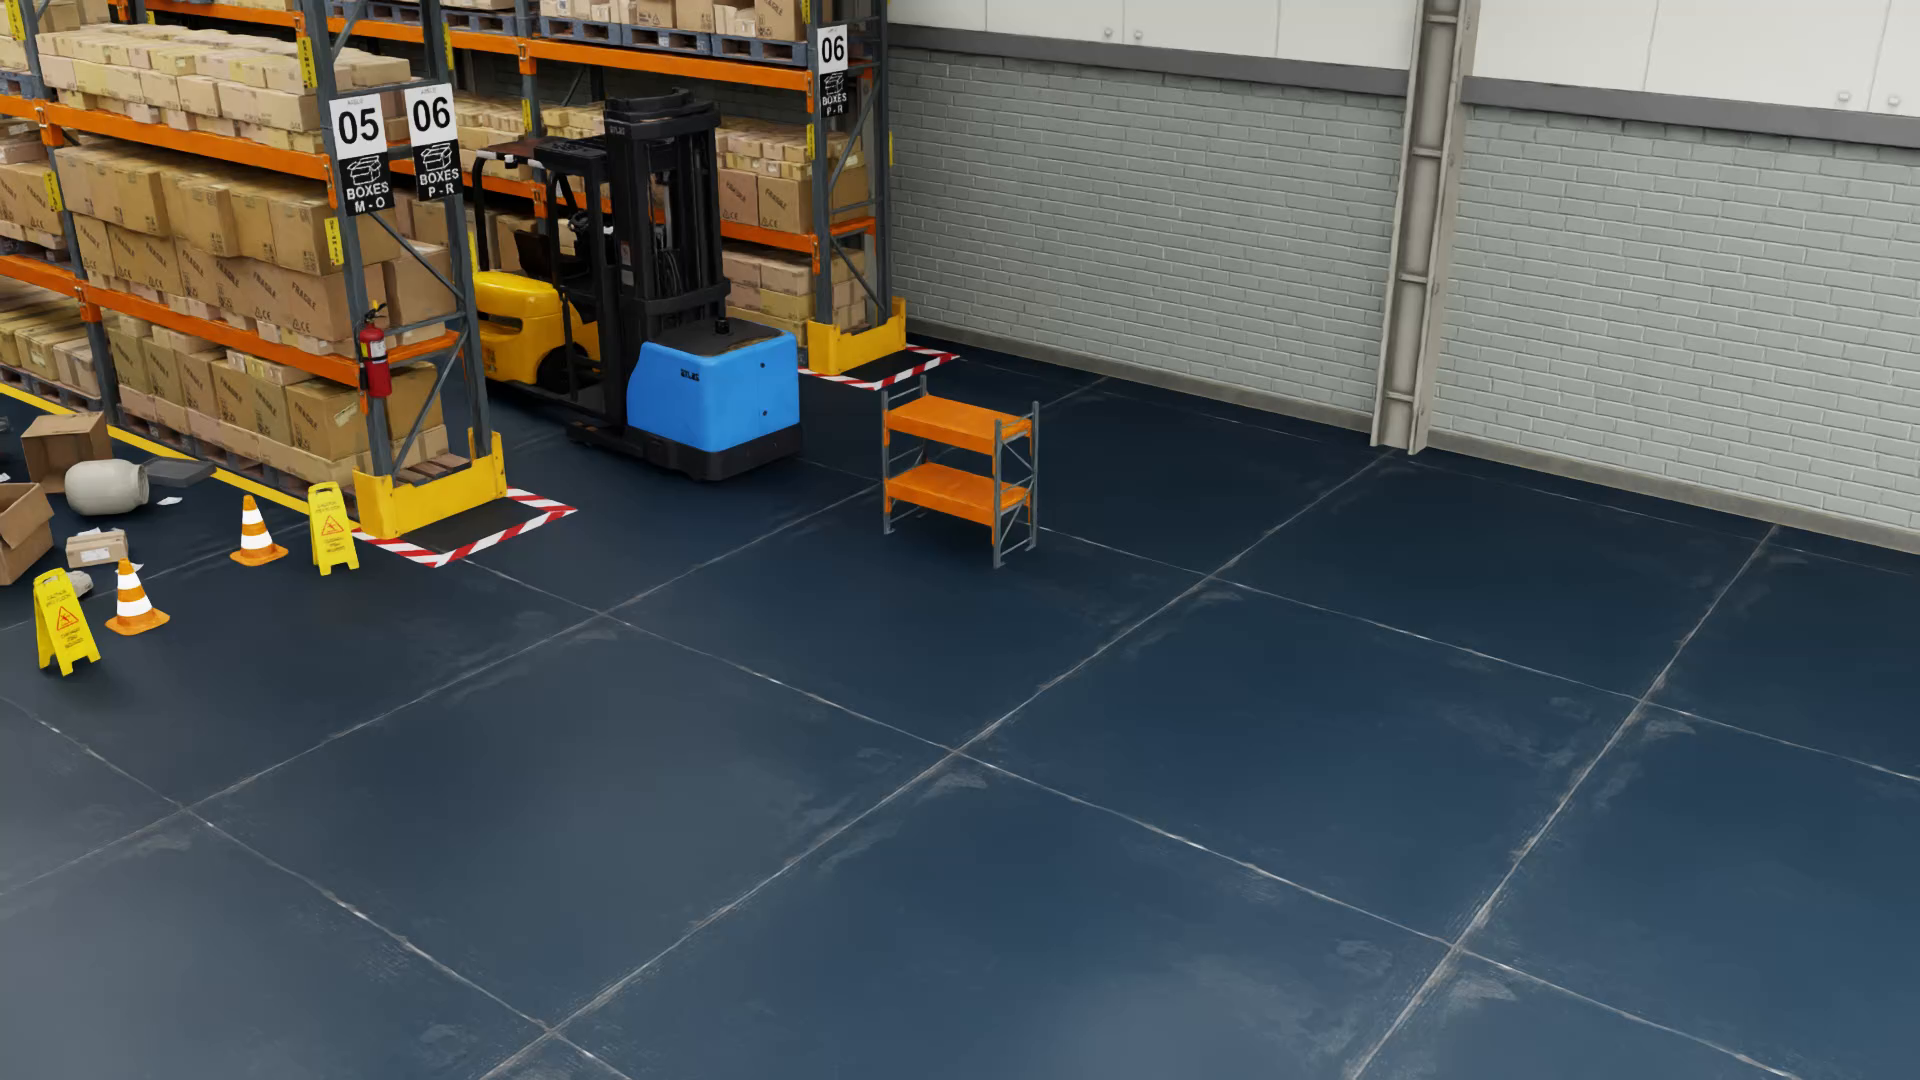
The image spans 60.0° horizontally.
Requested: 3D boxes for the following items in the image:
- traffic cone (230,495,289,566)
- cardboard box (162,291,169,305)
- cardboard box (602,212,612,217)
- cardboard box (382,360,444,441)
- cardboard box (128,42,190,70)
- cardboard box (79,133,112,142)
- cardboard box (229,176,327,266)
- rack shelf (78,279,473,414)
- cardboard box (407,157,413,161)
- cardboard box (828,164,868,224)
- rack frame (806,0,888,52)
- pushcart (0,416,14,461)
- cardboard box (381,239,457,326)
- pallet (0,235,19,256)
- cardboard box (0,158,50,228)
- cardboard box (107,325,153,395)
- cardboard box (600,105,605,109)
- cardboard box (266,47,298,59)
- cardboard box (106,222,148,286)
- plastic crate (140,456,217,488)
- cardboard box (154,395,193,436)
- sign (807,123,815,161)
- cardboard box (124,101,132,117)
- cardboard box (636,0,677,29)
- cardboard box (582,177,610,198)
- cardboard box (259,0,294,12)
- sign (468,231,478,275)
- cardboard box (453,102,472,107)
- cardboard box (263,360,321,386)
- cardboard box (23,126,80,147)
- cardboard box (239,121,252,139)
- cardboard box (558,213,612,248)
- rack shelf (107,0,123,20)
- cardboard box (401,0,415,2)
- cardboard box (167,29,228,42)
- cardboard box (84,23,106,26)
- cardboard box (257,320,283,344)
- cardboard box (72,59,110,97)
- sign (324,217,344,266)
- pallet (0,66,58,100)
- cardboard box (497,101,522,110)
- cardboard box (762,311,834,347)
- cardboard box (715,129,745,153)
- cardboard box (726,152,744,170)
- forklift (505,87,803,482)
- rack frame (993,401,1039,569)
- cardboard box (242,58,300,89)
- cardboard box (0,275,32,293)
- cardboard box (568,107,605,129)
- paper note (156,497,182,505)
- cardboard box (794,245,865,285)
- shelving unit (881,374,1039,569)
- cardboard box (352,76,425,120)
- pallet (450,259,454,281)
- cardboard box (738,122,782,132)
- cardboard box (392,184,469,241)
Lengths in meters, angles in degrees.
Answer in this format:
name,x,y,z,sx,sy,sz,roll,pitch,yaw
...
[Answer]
name,x,y,z,sx,sy,sz,roll,pitch,yaw
traffic cone,-5.118,-0.102,12.057,0.334,0.463,0.336,17,29,33
cardboard box,-6.268,-2.023,13.584,0.250,0.149,0.380,17,29,33
cardboard box,-3.718,-3.479,18.226,0.500,0.250,0.500,17,29,34
cardboard box,-4.500,-1.142,13.231,0.500,0.500,0.500,16,28,32
cardboard box,-6.070,-3.686,12.648,0.250,0.149,0.380,16,29,33
cardboard box,-12.373,-5.537,23.826,0.500,0.500,0.500,17,29,34
cardboard box,-4.941,-2.392,12.376,0.500,0.500,0.700,17,29,34
rack shelf,-5.601,-1.729,13.497,4.000,0.370,1.077,17,29,33
cardboard box,-5.990,-4.485,19.046,0.500,0.250,0.500,18,29,35
cardboard box,-1.256,-3.432,16.346,0.500,0.500,0.500,18,29,35
rack frame,-1.027,-5.922,14.682,0.127,3.000,1.000,17,29,33
pushcart,-8.529,-0.594,13.281,0.936,0.377,1.648,7,25,15
cardboard box,-4.213,-1.961,12.637,0.500,0.500,0.500,16,29,33
pallet,-8.794,-2.956,15.627,1.213,0.211,1.003,17,29,33
cardboard box,-8.106,-3.073,14.642,0.500,0.500,0.500,17,29,34
cardboard box,-6.891,-1.589,14.247,0.500,0.500,0.500,18,30,36
cardboard box,-3.615,-4.569,17.754,0.250,0.149,0.380,16,28,32
cardboard box,-4.949,-3.599,12.451,0.250,0.149,0.380,17,29,33
cardboard box,-6.601,-2.414,13.666,0.500,0.500,0.500,17,29,33
plastic crate,-6.437,-0.562,13.576,0.583,0.080,0.402,7,25,15
cardboard box,-6.457,-1.121,14.113,0.500,0.250,0.500,19,30,36
sign,-1.363,-3.644,15.220,0.005,0.325,0.100,17,29,33
cardboard box,-6.275,-3.398,12.984,0.250,0.149,0.380,16,28,32
cardboard box,-2.732,-5.297,16.210,0.637,0.503,0.797,18,29,35
cardboard box,-3.602,-3.878,17.358,0.500,0.500,0.500,17,29,34
cardboard box,-7.984,-6.461,19.811,0.500,0.250,0.500,16,28,32
sign,-3.675,-2.146,12.477,0.005,0.325,0.100,17,29,33
cardboard box,-5.674,-4.797,18.640,0.250,0.149,0.380,17,29,34
cardboard box,-5.132,-1.325,12.843,0.250,0.149,0.380,18,29,35
cardboard box,-8.297,-3.670,15.192,0.250,0.149,0.380,19,30,36
cardboard box,-5.028,-3.036,12.162,0.250,0.149,0.380,17,29,34
cardboard box,-4.028,-3.318,17.859,0.500,0.250,0.500,16,29,33
rack shelf,-12.229,-7.606,23.115,4.000,0.370,1.077,17,29,33
cardboard box,-5.907,-5.994,18.232,0.250,0.149,0.380,16,29,33
cardboard box,-6.122,-4.008,13.380,0.250,0.149,0.380,18,29,35
cardboard box,-7.835,-4.431,14.682,0.500,0.250,0.500,16,29,33
cardboard box,-5.114,-1.628,12.687,0.250,0.149,0.380,17,29,34
cardboard box,-6.595,-3.666,13.097,0.500,0.250,0.500,17,29,33
sign,-4.349,-2.075,11.562,0.005,0.325,0.100,17,29,33
pallet,-7.631,-4.012,14.300,1.003,0.211,1.213,17,29,33
cardboard box,-4.979,-4.839,18.734,0.250,0.149,0.380,16,29,33
cardboard box,-1.592,-2.123,16.387,0.500,0.250,0.500,17,29,34
cardboard box,-2.311,-3.890,16.212,0.250,0.149,0.380,18,29,35
cardboard box,-2.057,-3.711,16.175,0.250,0.149,0.380,17,29,33
forklift,-2.770,-2.288,13.957,3.031,2.935,1.130,19,30,36
rack frame,0.401,-0.393,11.899,0.032,1.125,0.500,17,29,33
cardboard box,-4.847,-3.314,11.805,0.250,0.149,0.380,16,29,33
cardboard box,-9.956,-2.359,16.773,0.625,0.372,0.950,15,28,30
cardboard box,-3.876,-4.422,17.419,0.250,0.149,0.380,17,29,34
paper note,-6.210,-0.312,13.071,0.148,0.019,0.142,7,25,15
cardboard box,-1.298,-2.746,16.562,0.500,0.250,0.500,16,29,33
shelving unit,-0.005,-0.516,12.178,1.048,1.125,0.538,17,29,33
cardboard box,-4.243,-3.222,12.091,0.500,0.250,0.500,16,29,32
pallet,-5.821,-3.329,19.694,1.213,0.211,1.003,17,29,33
cardboard box,-1.991,-4.060,16.597,0.250,0.149,0.380,18,29,35
cardboard box,-6.410,-3.906,19.971,0.625,0.625,0.875,18,29,35
